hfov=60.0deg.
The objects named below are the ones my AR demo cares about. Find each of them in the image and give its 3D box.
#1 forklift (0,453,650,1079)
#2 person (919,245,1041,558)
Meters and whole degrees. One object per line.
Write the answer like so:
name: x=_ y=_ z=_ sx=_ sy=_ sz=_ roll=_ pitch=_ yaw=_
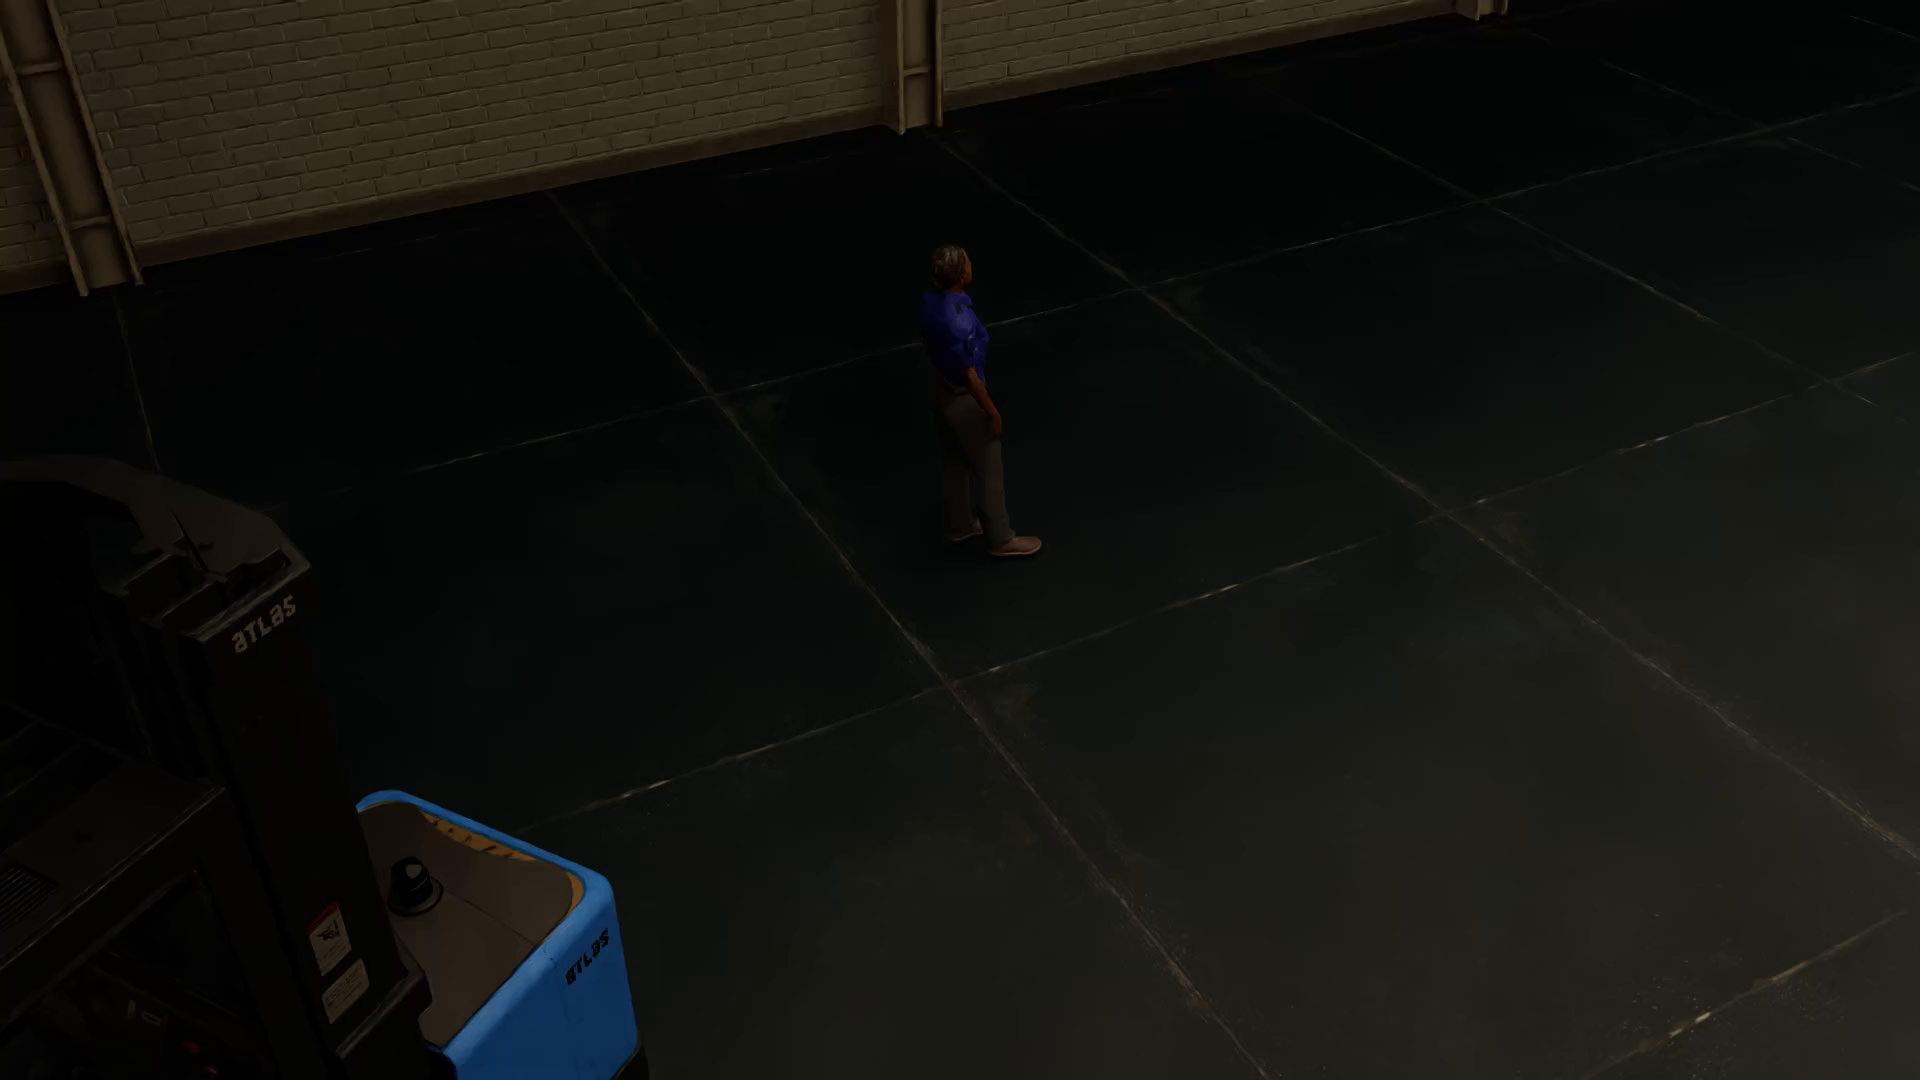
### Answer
forklift: x=-2.208 y=1.387 z=4.161 sx=1.130 sy=2.935 sz=3.031 roll=16 pitch=38 yaw=22
person: x=0.087 y=-0.695 z=8.200 sx=0.503 sy=1.654 sz=0.570 roll=-17 pitch=39 yaw=-23
